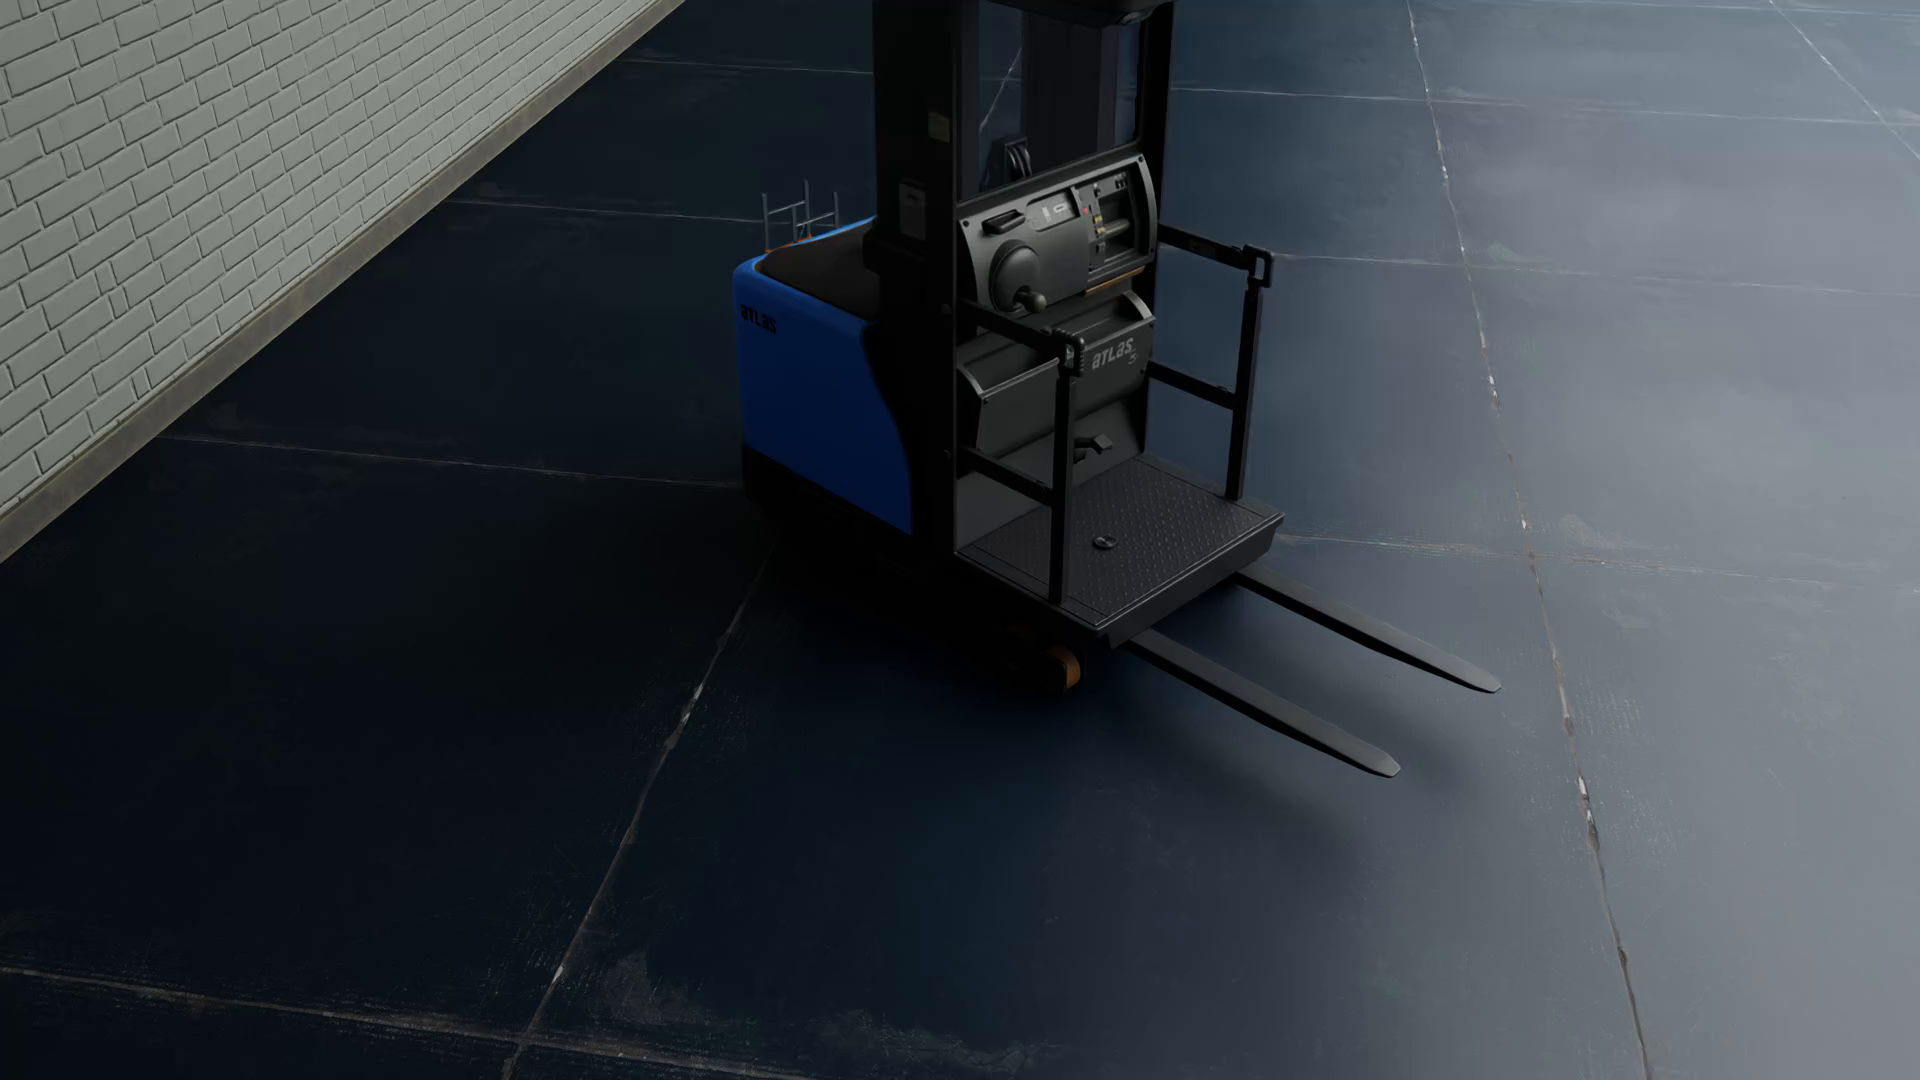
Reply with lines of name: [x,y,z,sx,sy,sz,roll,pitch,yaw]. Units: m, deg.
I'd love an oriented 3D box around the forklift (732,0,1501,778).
forklift: [0.500,-1.015,5.581,1.130,2.935,3.031,-28,41,-37]

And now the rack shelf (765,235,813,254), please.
rack shelf: [-0.646,-1.154,6.840,0.258,0.103,0.180,-28,41,-37]

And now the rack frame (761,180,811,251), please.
rack frame: [-0.710,-0.920,7.062,0.240,1.200,0.006,-28,41,-37]

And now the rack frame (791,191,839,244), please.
rack frame: [-0.581,-0.852,6.952,0.240,1.200,0.006,-28,41,-37]

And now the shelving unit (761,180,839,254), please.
shelving unit: [-0.645,-0.886,7.007,0.258,1.200,0.189,-28,41,-37]
